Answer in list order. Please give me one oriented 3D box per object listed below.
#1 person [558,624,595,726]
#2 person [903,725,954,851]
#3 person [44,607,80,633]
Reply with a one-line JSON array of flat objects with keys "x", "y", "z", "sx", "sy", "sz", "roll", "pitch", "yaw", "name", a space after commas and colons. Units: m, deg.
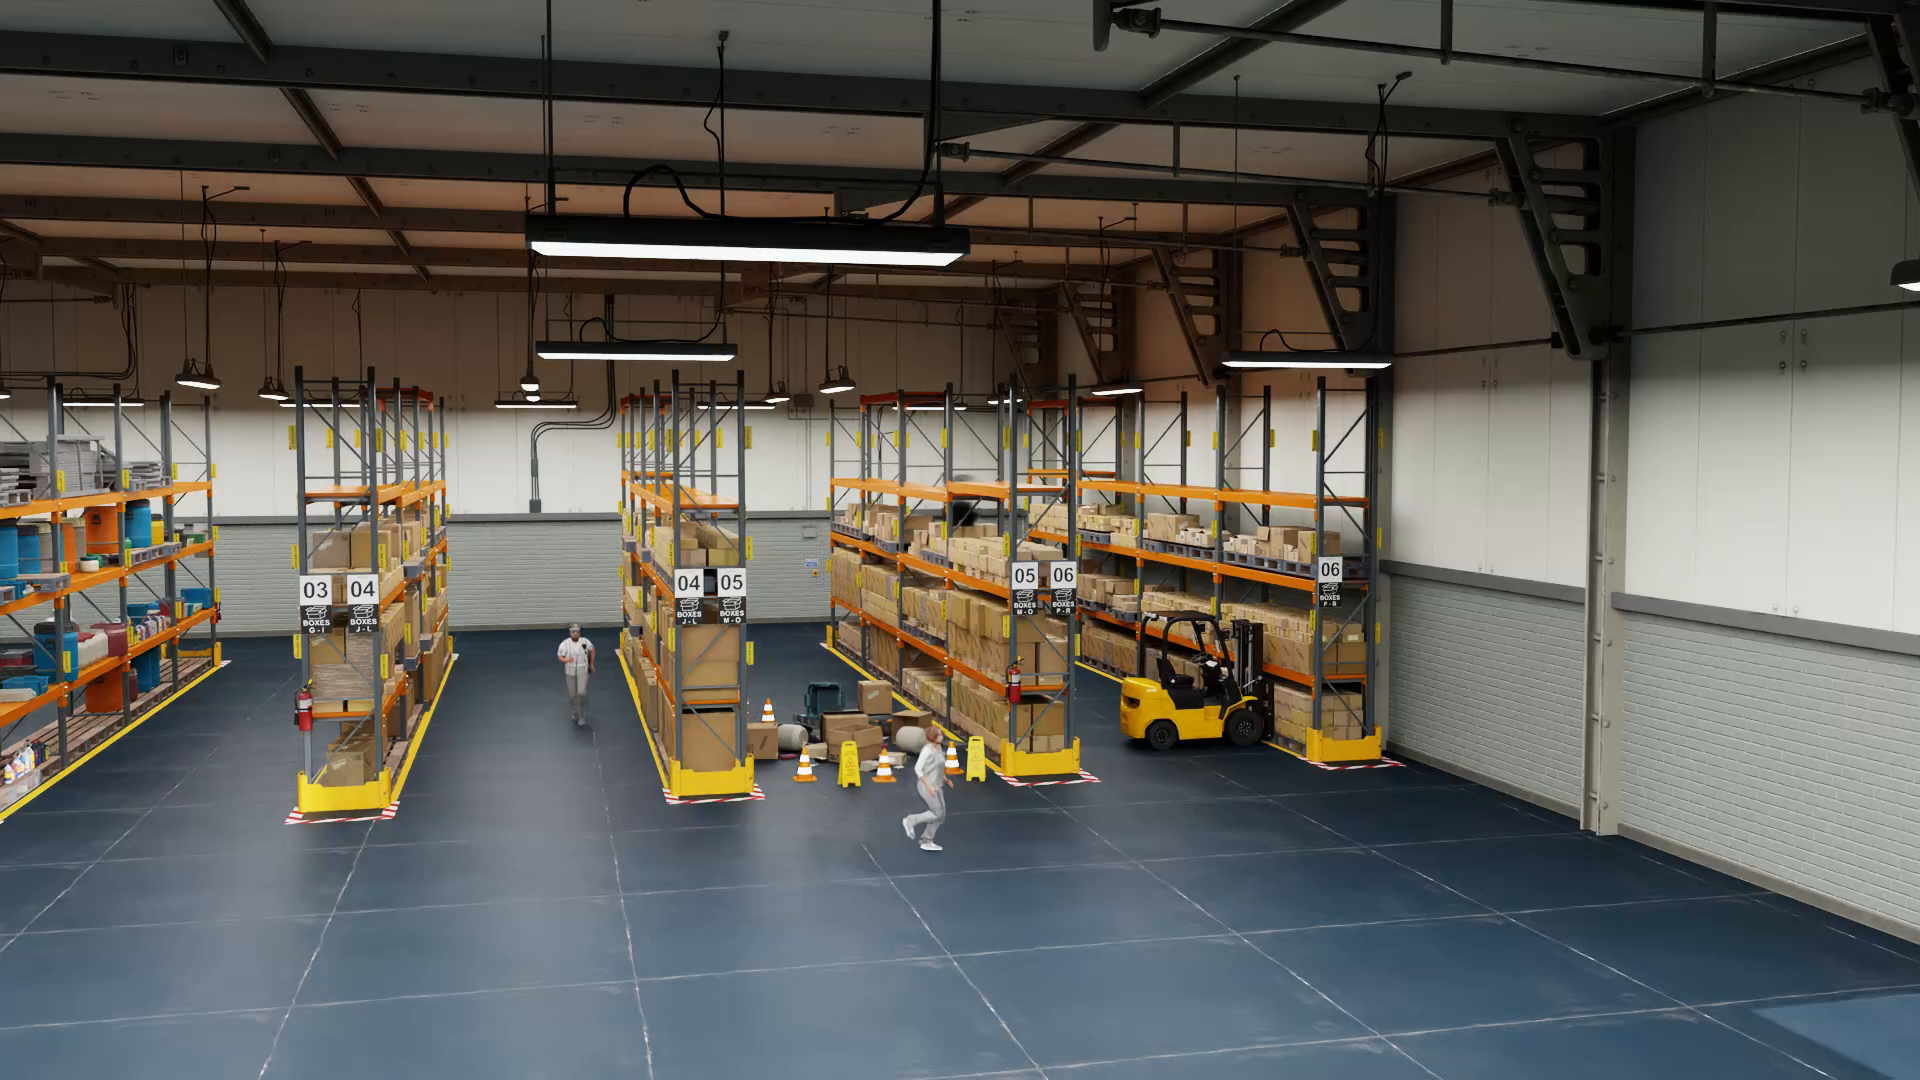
[{"x": -6.773, "y": 2.379, "z": 29.339, "sx": 0.611, "sy": 1.839, "sz": 0.855, "roll": 0, "pitch": 3, "yaw": -7, "name": "person"}, {"x": -0.391, "y": 3.038, "z": 20.298, "sx": 0.579, "sy": 1.519, "sz": 0.523, "roll": 1, "pitch": 4, "yaw": 23, "name": "person"}, {"x": -18.209, "y": 2.136, "z": 33.718, "sx": 0.719, "sy": 1.672, "sz": 0.923, "roll": -2, "pitch": 4, "yaw": -26, "name": "person"}]
